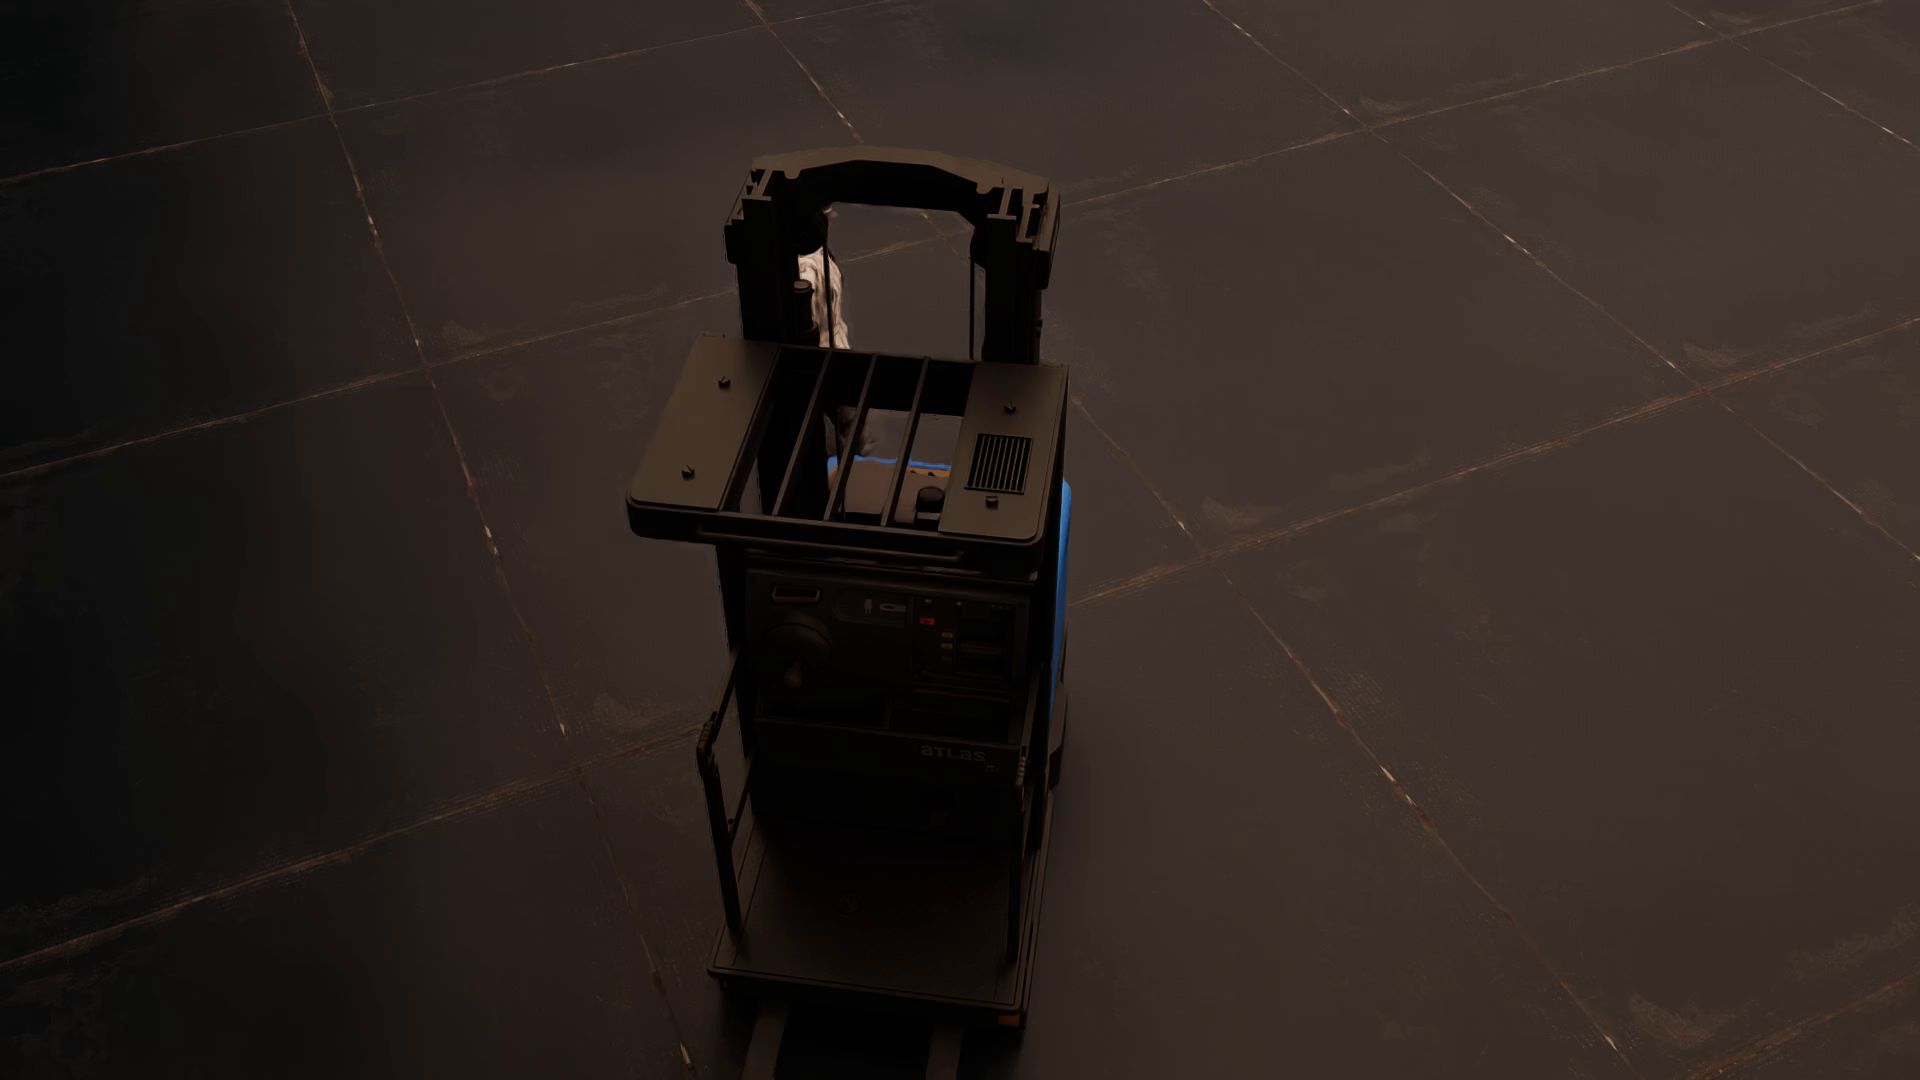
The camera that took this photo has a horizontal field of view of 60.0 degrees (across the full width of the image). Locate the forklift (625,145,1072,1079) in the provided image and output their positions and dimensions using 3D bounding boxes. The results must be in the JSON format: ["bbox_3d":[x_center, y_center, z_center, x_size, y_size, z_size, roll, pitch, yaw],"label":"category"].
[{"bbox_3d":[-0.270,0.403,5.248,1.130,2.935,3.031,6,43,6],"label":"forklift"}]

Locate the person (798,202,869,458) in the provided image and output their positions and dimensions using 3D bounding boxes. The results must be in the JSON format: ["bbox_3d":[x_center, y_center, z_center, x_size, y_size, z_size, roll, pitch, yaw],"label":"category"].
[{"bbox_3d":[-0.675,-0.853,7.595,0.460,1.587,0.817,-5,43,-5],"label":"person"}]
